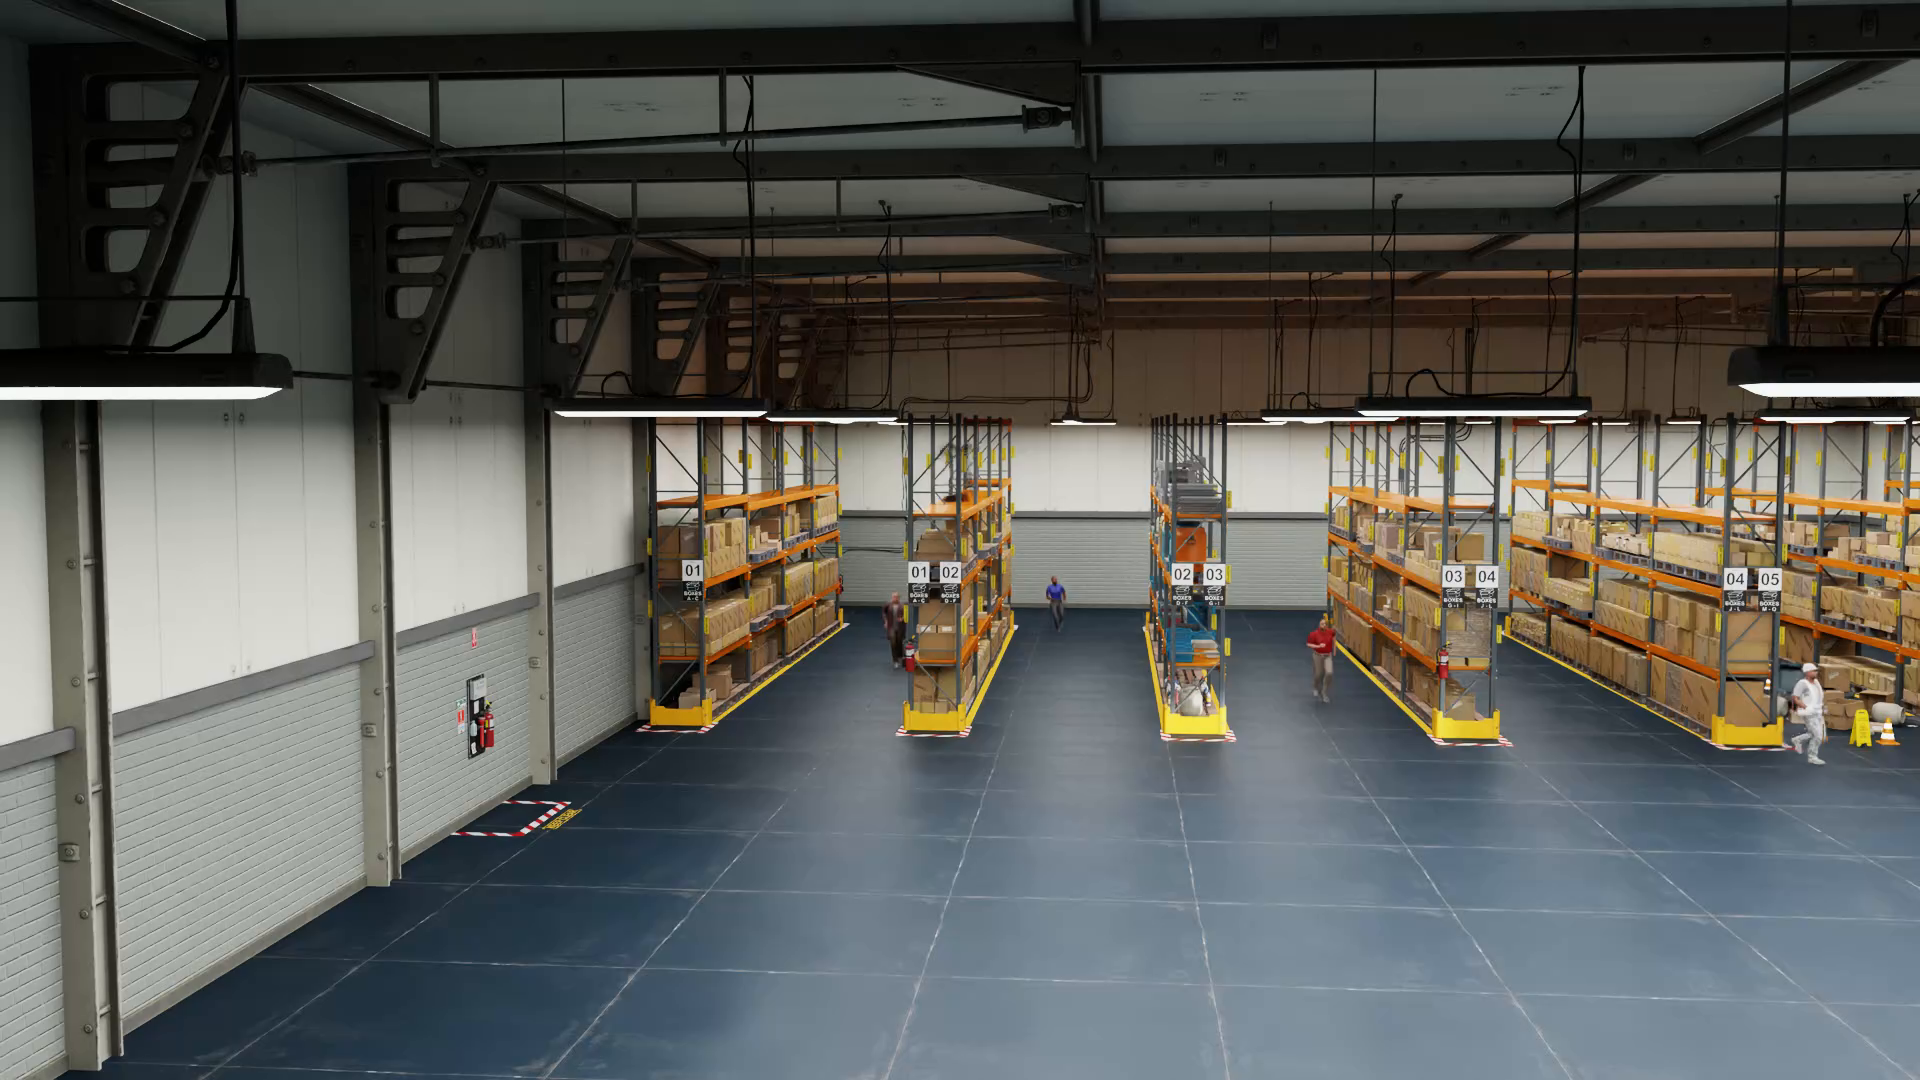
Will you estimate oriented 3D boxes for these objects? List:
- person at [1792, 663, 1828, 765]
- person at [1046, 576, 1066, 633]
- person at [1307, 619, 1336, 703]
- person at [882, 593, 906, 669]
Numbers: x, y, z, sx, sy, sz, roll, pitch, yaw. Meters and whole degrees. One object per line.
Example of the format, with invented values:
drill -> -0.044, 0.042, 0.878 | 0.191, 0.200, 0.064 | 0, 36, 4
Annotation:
person -> 14.435, 2.947, 28.354 | 0.681, 1.725, 0.624 | -3, 5, -38
person -> 2.698, 1.799, 46.509 | 0.593, 1.583, 0.506 | 0, 4, -5
person -> 7.607, 2.527, 34.970 | 0.688, 1.780, 0.876 | 0, 4, -4
person -> -1.538, 2.144, 39.866 | 0.708, 1.784, 0.962 | 0, 4, 3
